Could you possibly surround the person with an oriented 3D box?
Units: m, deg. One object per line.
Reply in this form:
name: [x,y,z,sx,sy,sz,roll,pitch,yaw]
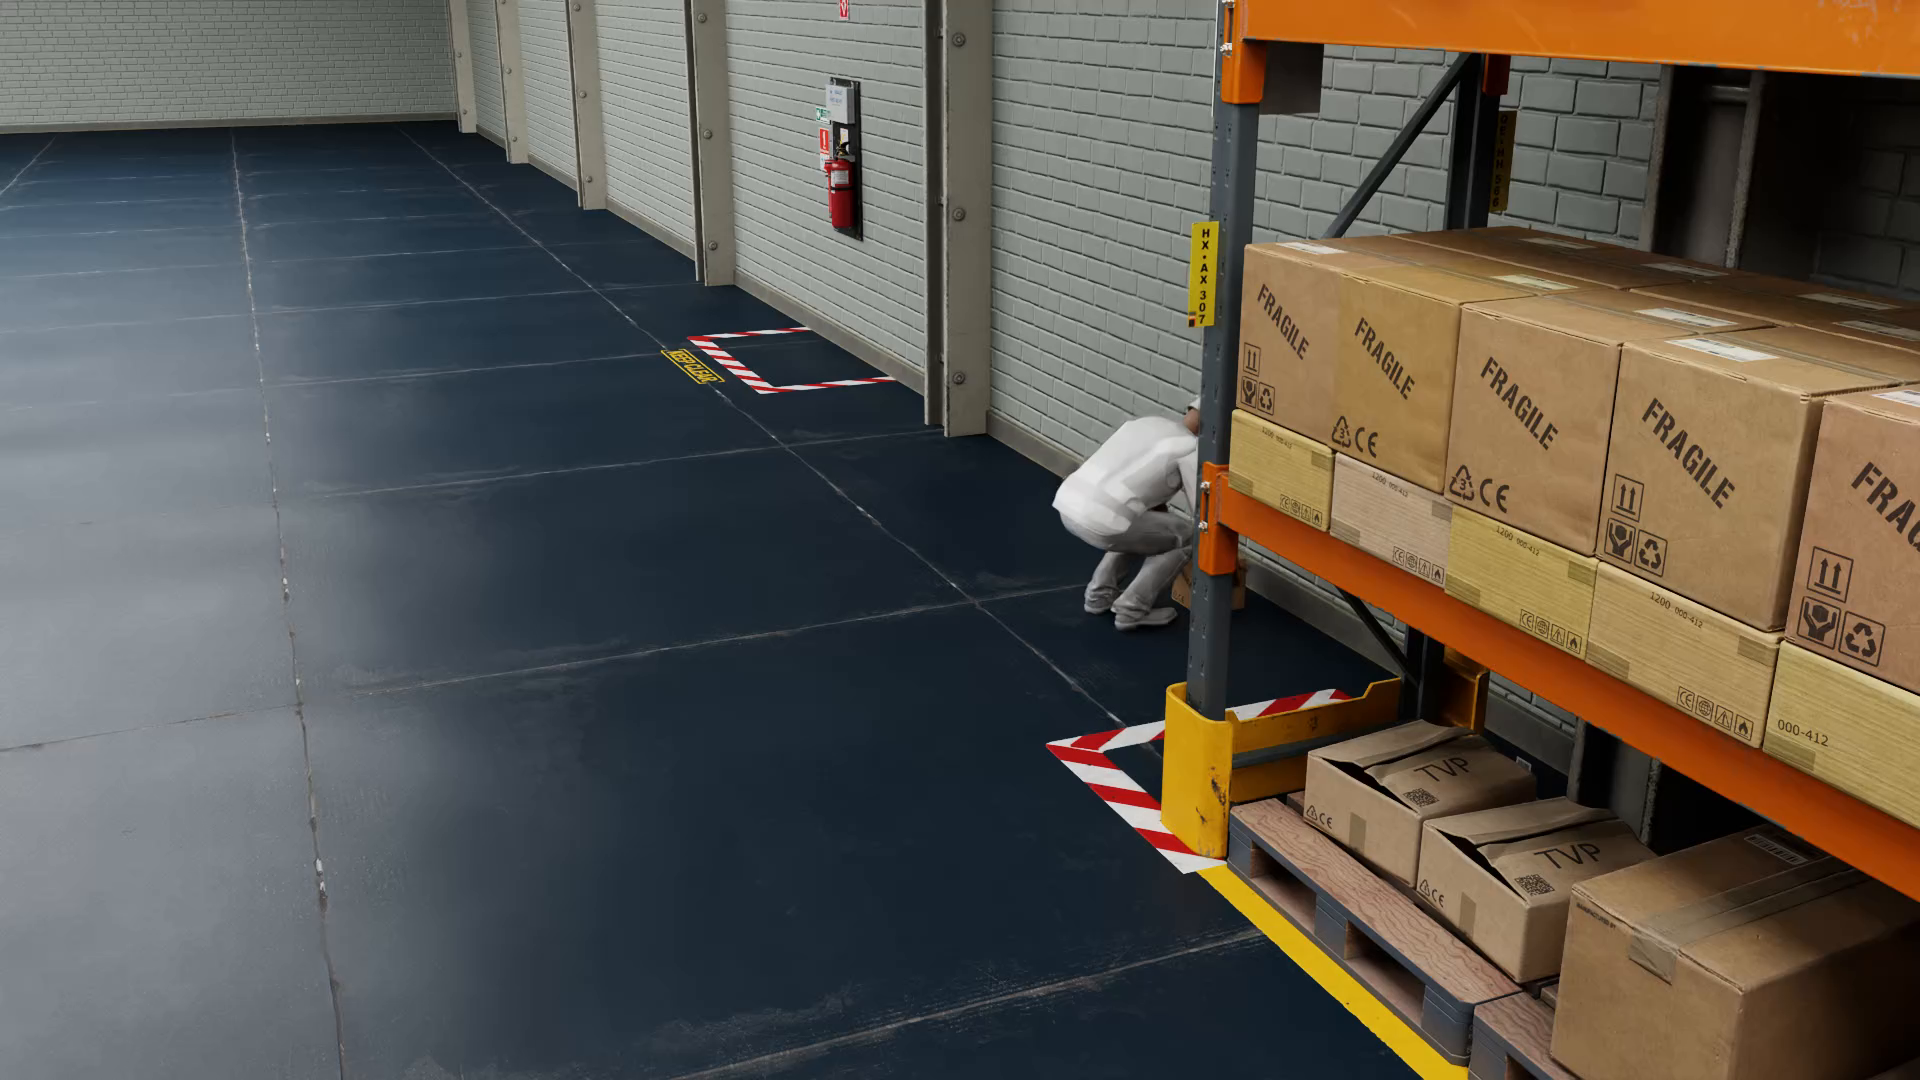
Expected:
person: [0.850,-0.138,7.642,0.890,0.995,0.585,-8,20,-22]
